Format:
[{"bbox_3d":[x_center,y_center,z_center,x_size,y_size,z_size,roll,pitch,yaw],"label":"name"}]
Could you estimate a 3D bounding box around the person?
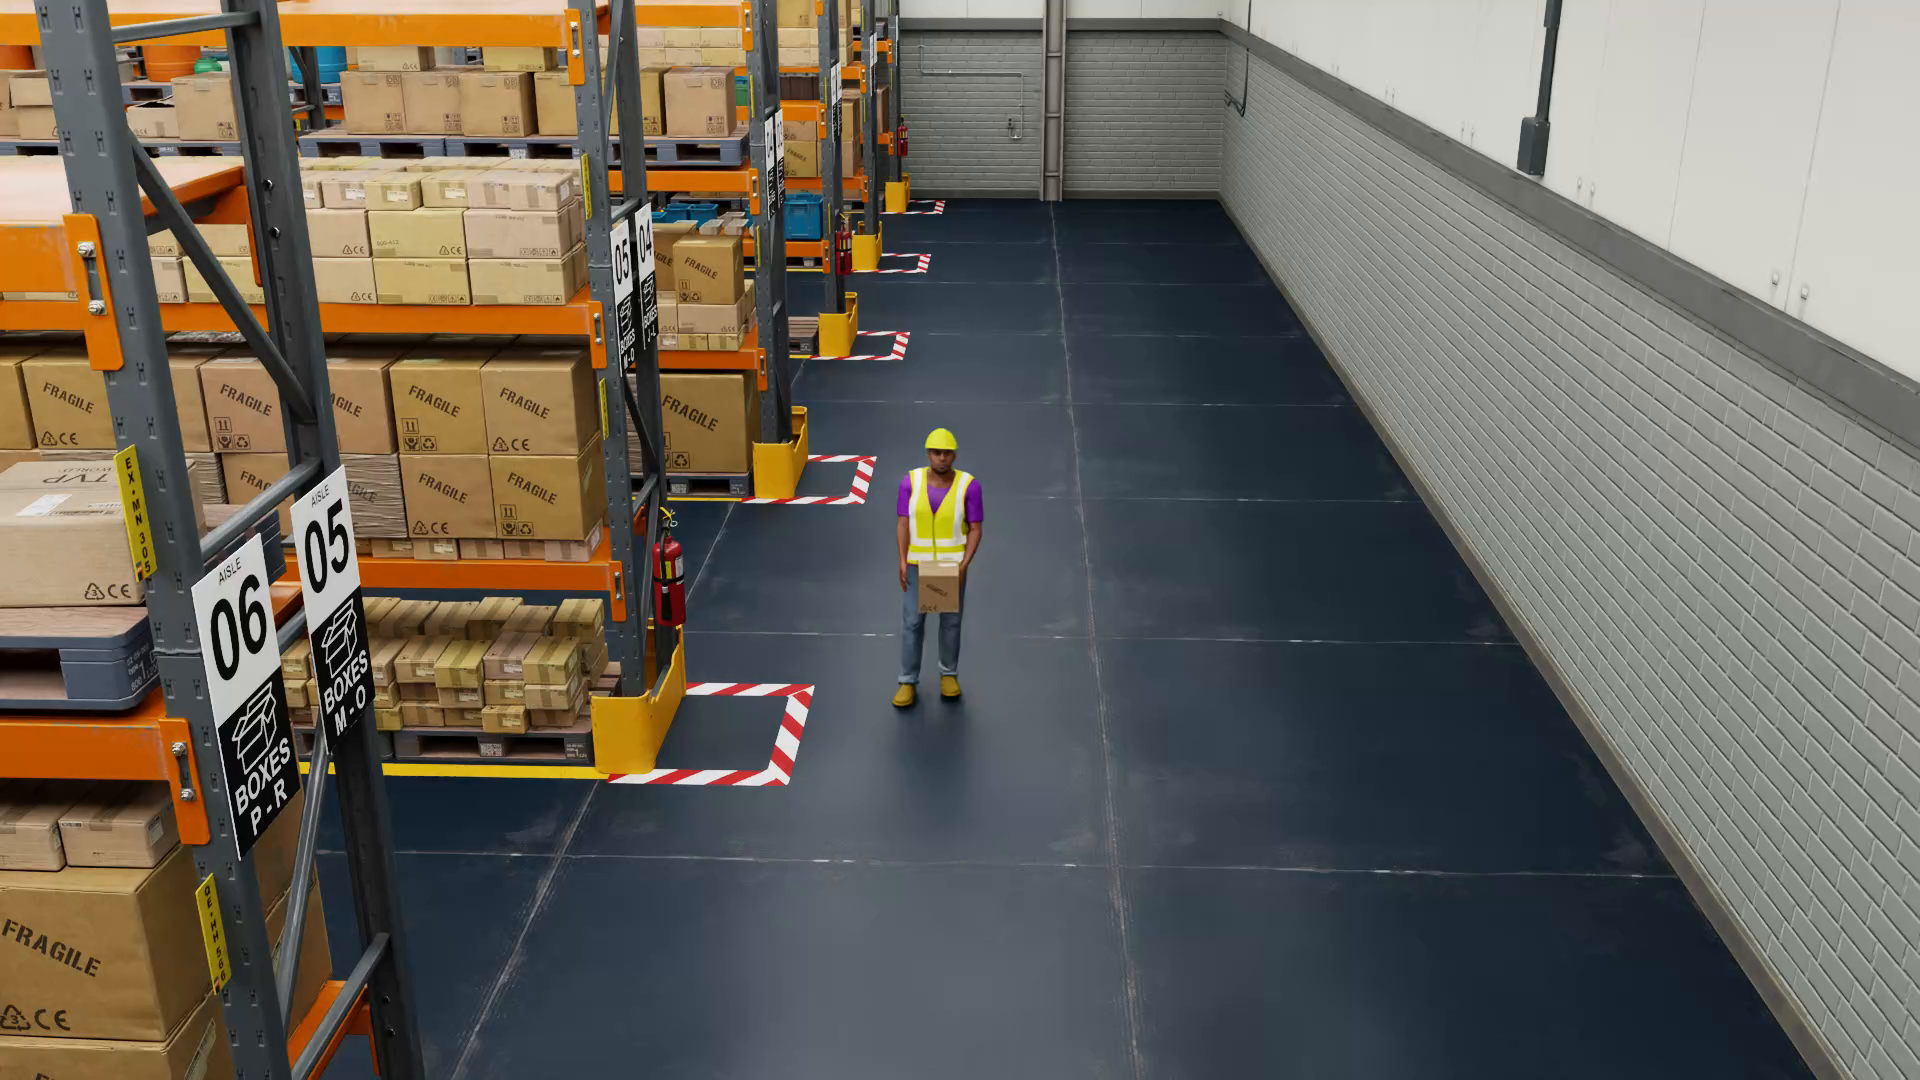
[{"bbox_3d":[-0.138,0.197,10.559,0.571,1.734,0.551,2,21,4],"label":"person"}]
